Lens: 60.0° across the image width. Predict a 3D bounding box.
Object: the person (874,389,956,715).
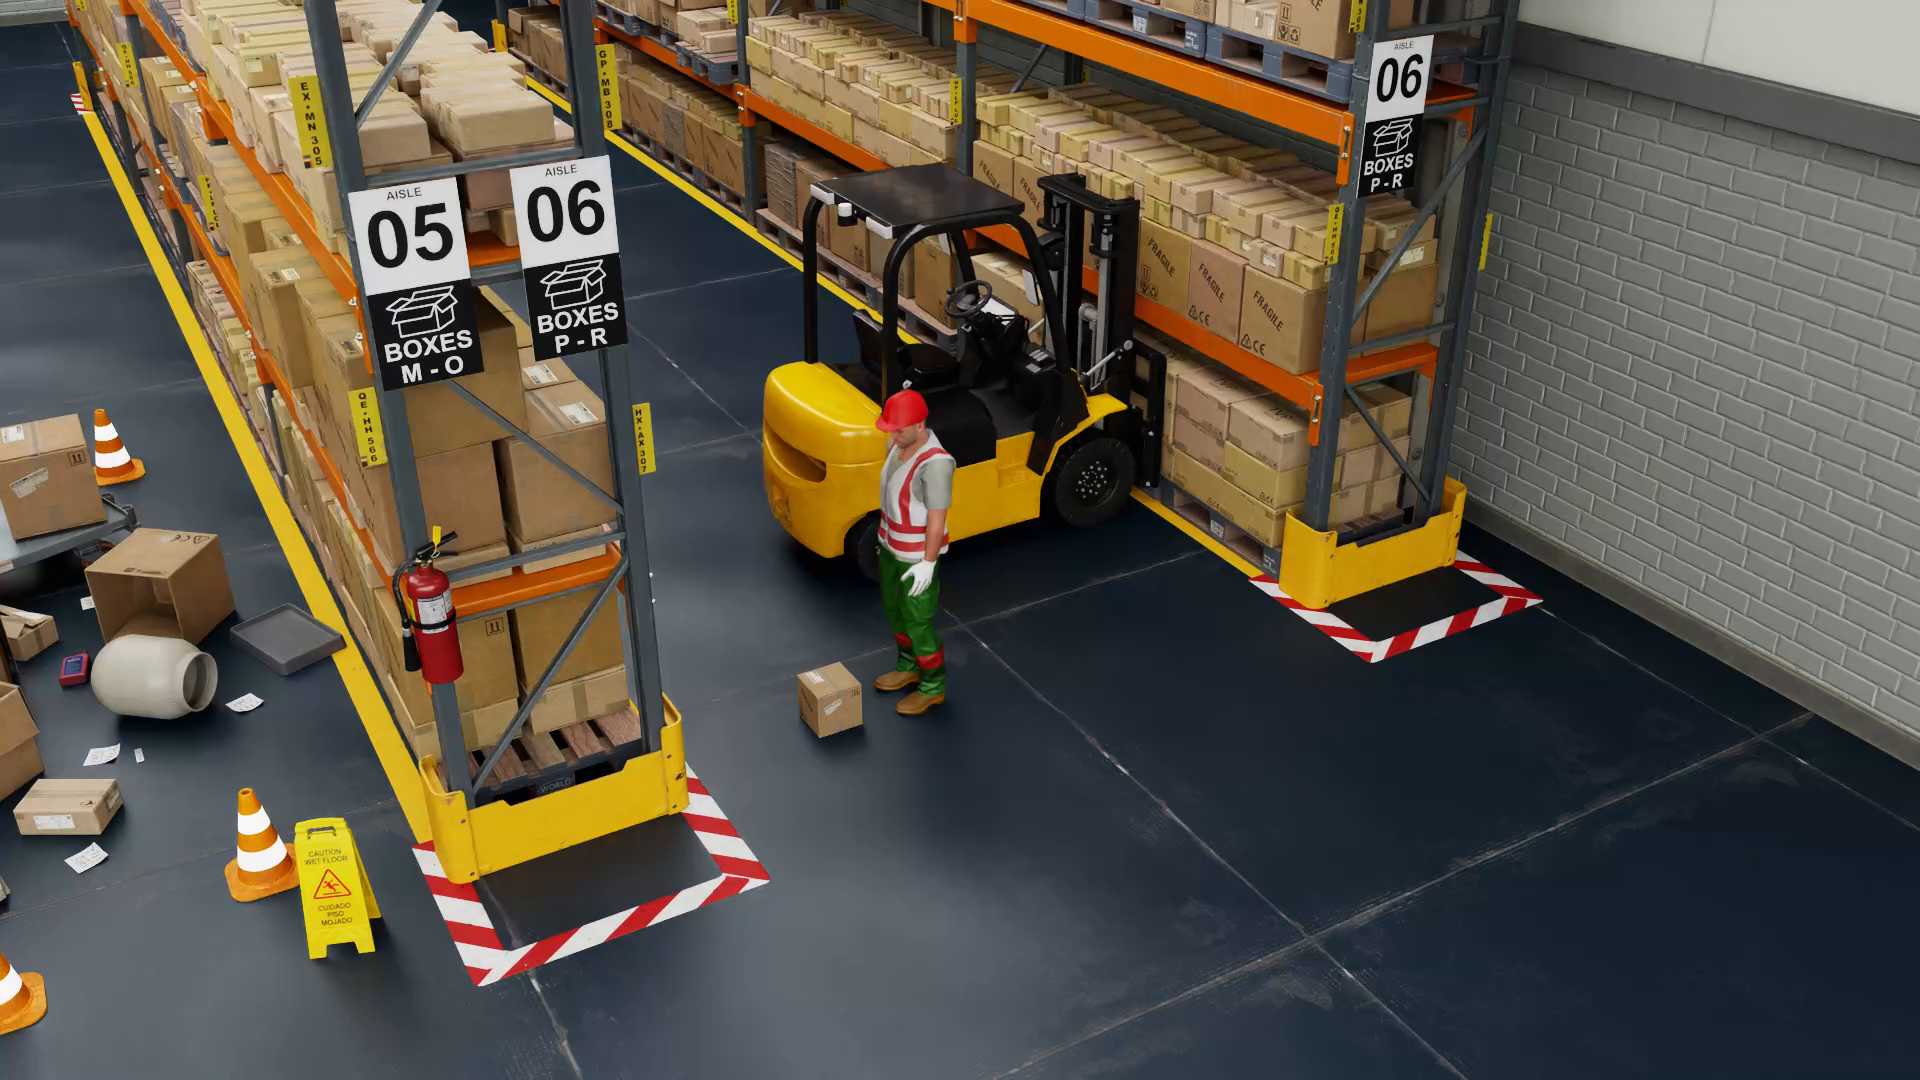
[{"bbox_3d":[-0.247,0.053,8.458,0.364,1.775,0.529,-15,32,-25],"label":"person"}]
